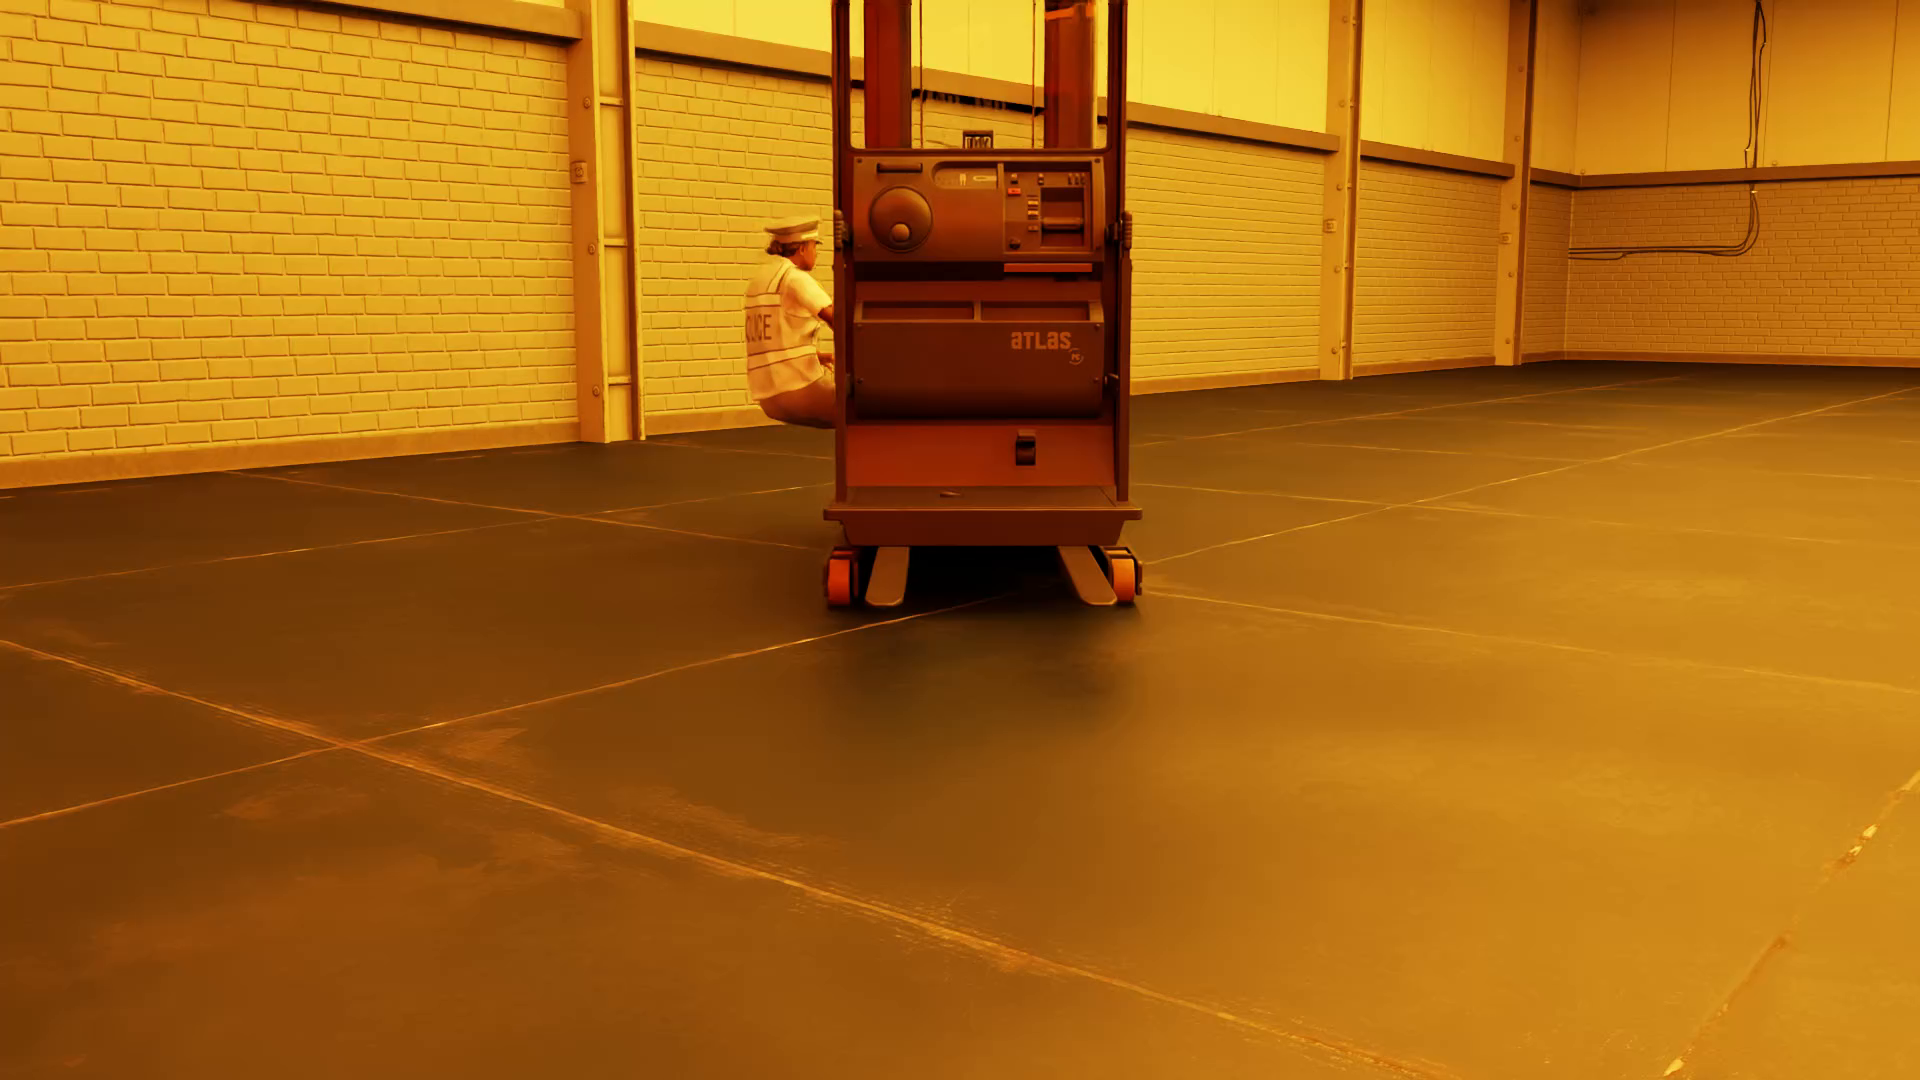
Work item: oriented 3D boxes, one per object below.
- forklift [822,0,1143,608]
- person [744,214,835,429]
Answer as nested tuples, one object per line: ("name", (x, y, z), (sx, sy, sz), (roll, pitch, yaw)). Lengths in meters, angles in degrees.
("forklift", (0.074, -1.268, 5.948), (1.130, 2.935, 3.031), (0, 8, -1))
("person", (-0.576, -0.749, 7.641), (0.815, 1.469, 0.730), (-7, 11, -39))
